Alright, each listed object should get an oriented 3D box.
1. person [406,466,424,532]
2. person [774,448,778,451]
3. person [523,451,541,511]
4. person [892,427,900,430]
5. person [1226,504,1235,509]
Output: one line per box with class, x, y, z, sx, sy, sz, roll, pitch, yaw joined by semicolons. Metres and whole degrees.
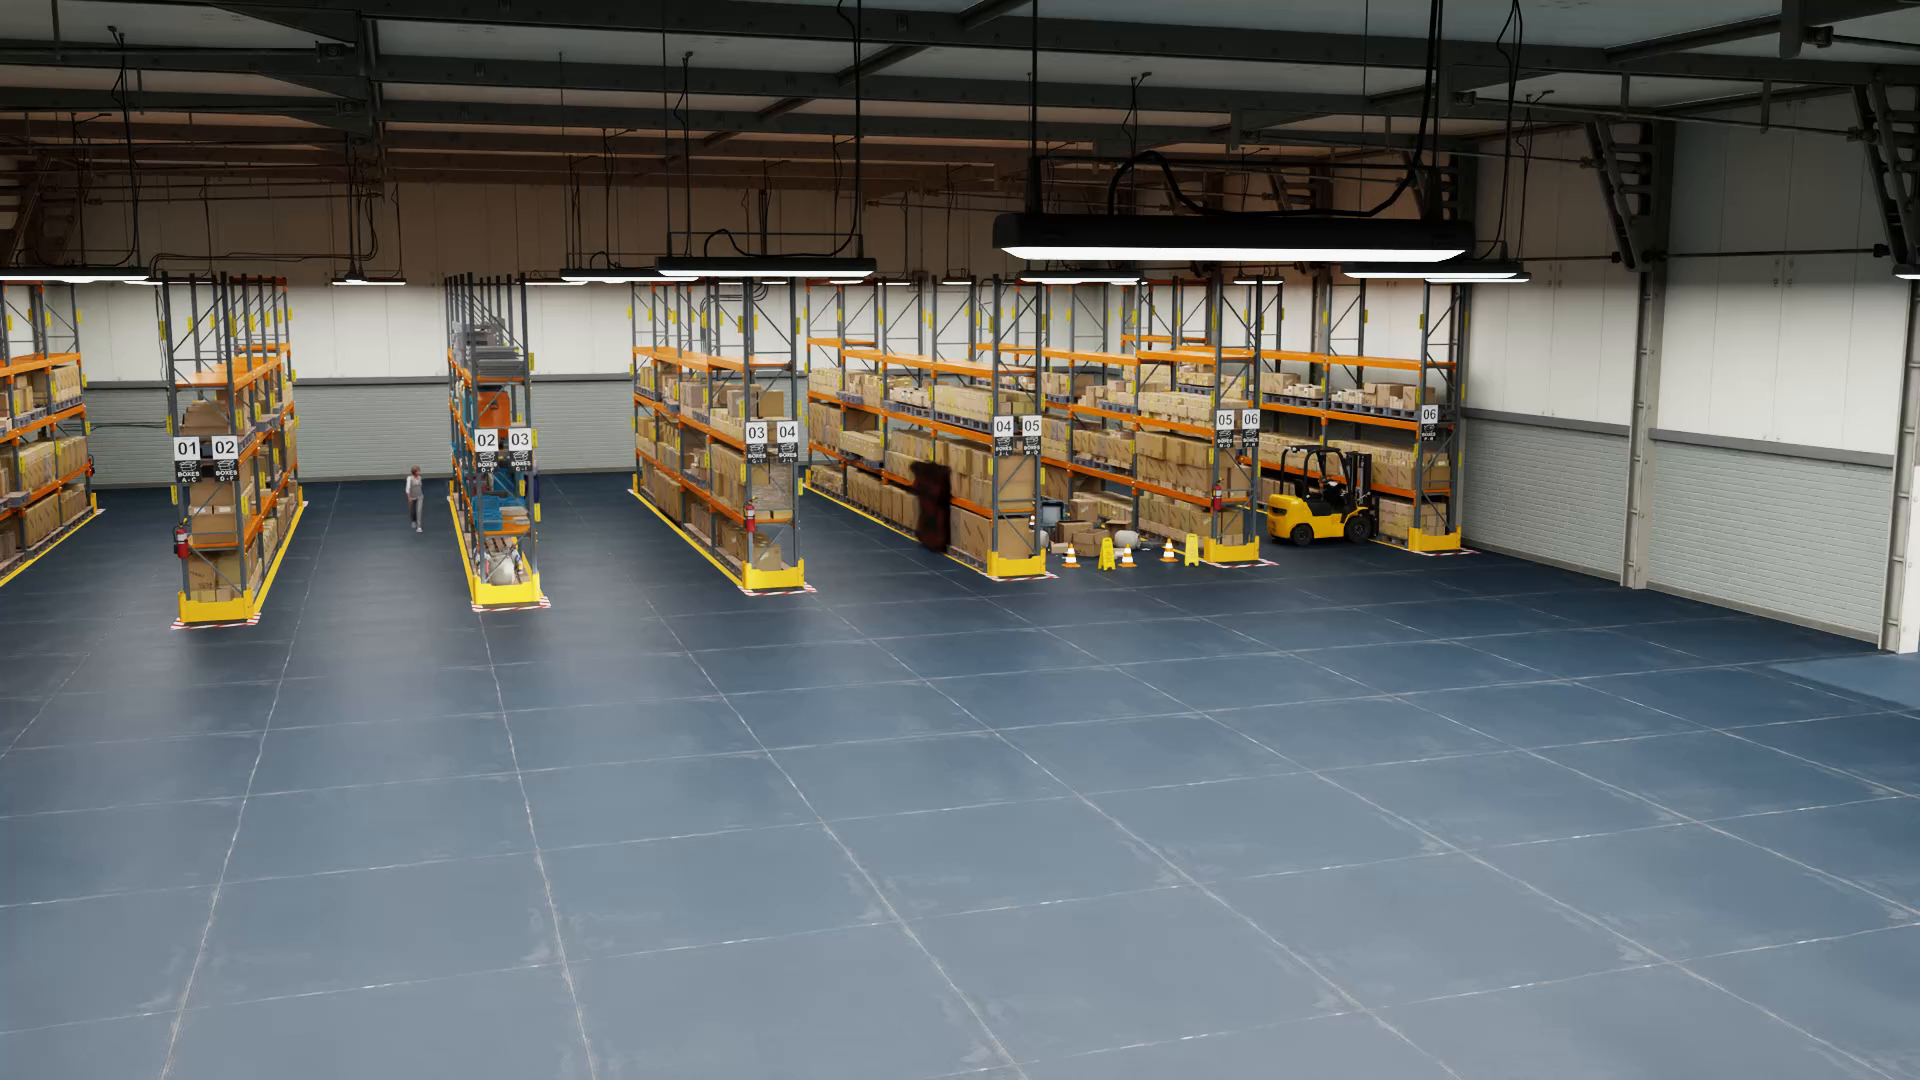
person;-12.920;-0.934;39.431;0.398;1.441;0.823;-3;9;-19
person;-5.387;-2.786;50.672;0.679;1.725;1.128;1;9;6
person;-11.149;-1.538;42.994;0.468;1.566;0.881;-5;10;-31
person;-1.920;-2.489;49.106;0.517;1.706;0.421;8;12;42
person;6.453;-1.054;39.663;0.416;1.650;0.463;2;9;12
